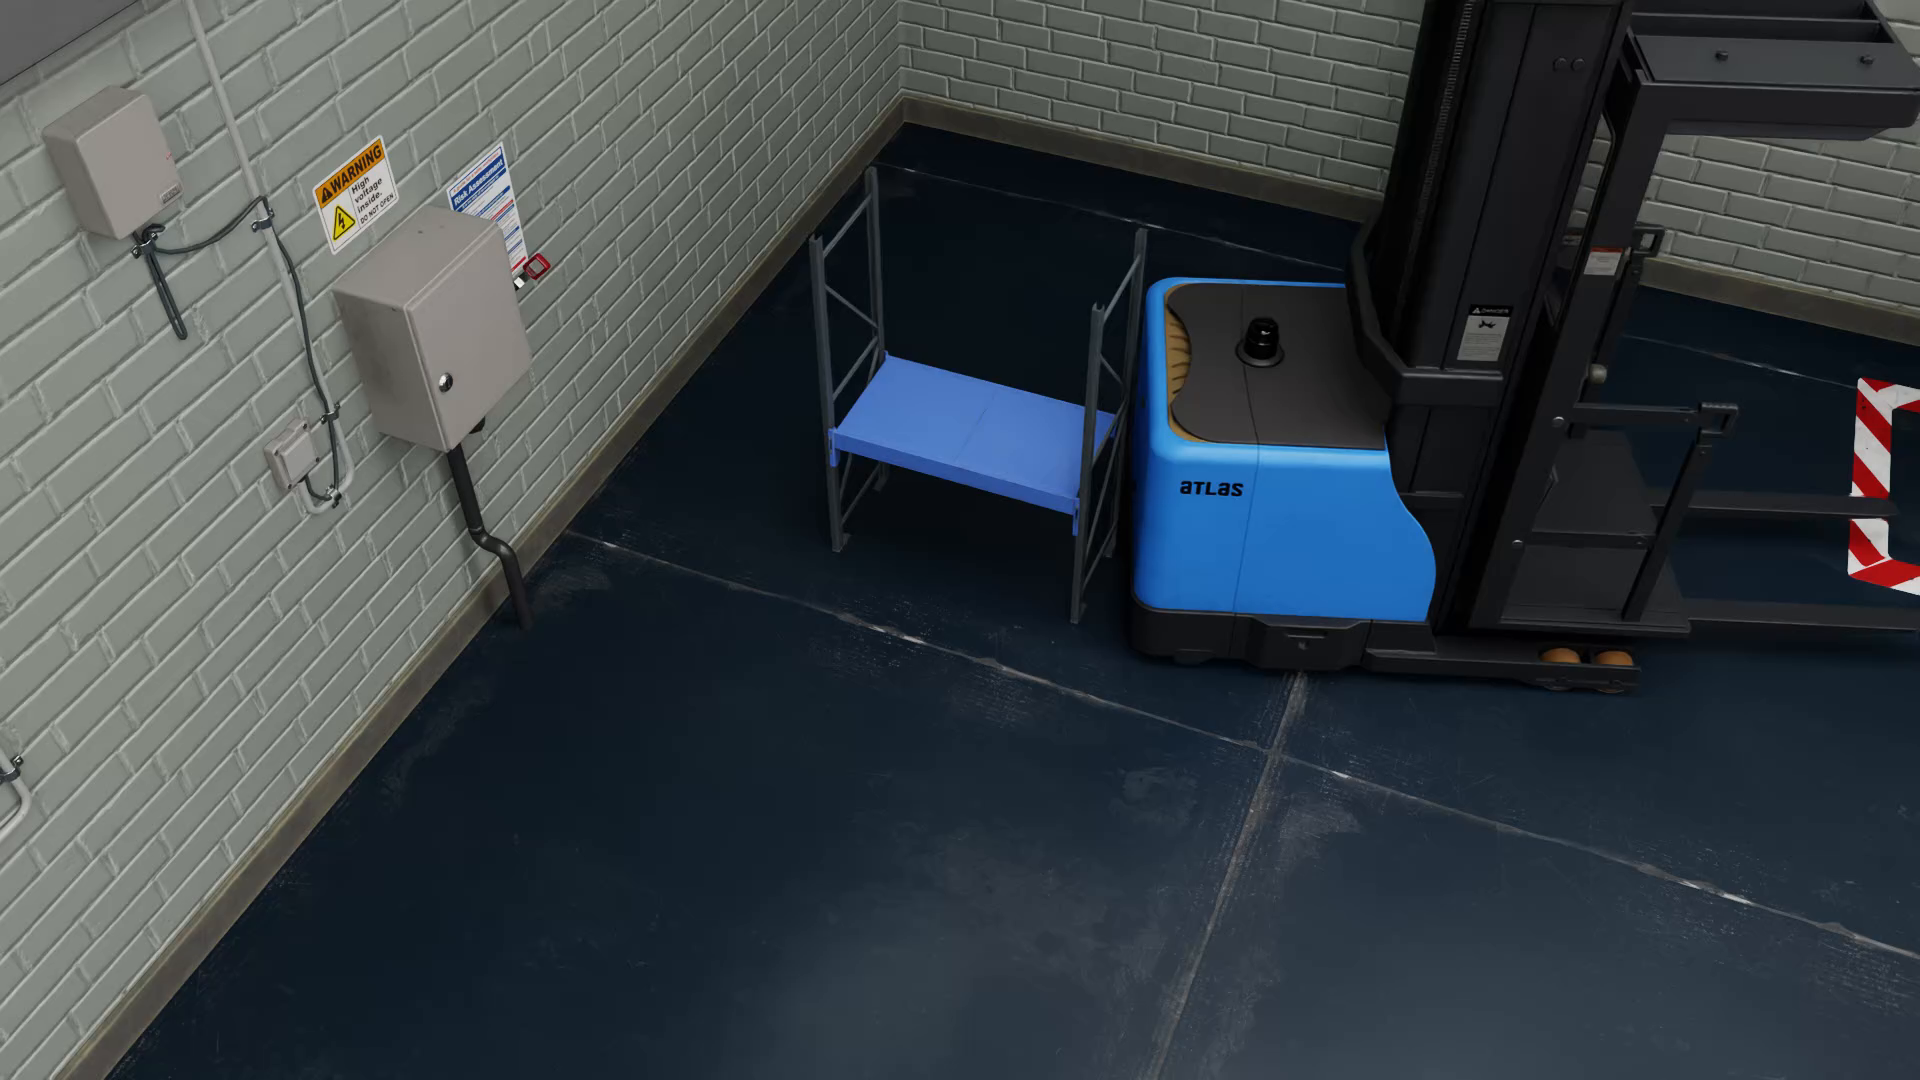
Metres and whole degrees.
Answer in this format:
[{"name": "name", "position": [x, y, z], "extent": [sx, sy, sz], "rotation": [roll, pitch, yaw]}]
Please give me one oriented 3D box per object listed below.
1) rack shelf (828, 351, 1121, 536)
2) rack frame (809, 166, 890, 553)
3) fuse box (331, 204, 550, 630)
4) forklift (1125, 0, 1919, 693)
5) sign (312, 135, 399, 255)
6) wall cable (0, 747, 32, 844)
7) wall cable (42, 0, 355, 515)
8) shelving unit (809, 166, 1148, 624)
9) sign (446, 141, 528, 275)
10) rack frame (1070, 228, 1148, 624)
[{"name": "rack shelf", "position": [0.064, -0.381, 6.325], "extent": [1.000, 0.185, 0.538], "rotation": [16, 47, 16]}, {"name": "rack frame", "position": [-0.406, -0.645, 6.335], "extent": [0.032, 1.500, 0.500], "rotation": [16, 47, 16]}, {"name": "fuse box", "position": [-1.638, -0.291, 5.829], "extent": [0.414, 1.711, 0.539], "rotation": [16, 47, 16]}, {"name": "forklift", "position": [2.167, -0.861, 5.538], "extent": [3.031, 2.935, 1.130], "rotation": [3, 45, 3]}, {"name": "sign", "position": [-1.850, -1.060, 5.104], "extent": [0.001, 0.242, 0.339], "rotation": [16, 47, 16]}, {"name": "wall cable", "position": [-2.581, 0.209, 3.671], "extent": [0.123, 1.953, 0.585], "rotation": [16, 47, 16]}, {"name": "wall cable", "position": [-2.046, -0.706, 4.613], "extent": [0.122, 1.984, 0.588], "rotation": [16, 47, 16]}, {"name": "shelving unit", "position": [0.064, -0.509, 6.198], "extent": [1.048, 1.500, 0.538], "rotation": [16, 47, 16]}, {"name": "sign", "position": [-1.639, -1.091, 5.788], "extent": [0.001, 0.494, 0.329], "rotation": [16, 47, 16]}, {"name": "rack frame", "position": [0.534, -0.372, 6.060], "extent": [0.032, 1.500, 0.500], "rotation": [16, 47, 16]}]
